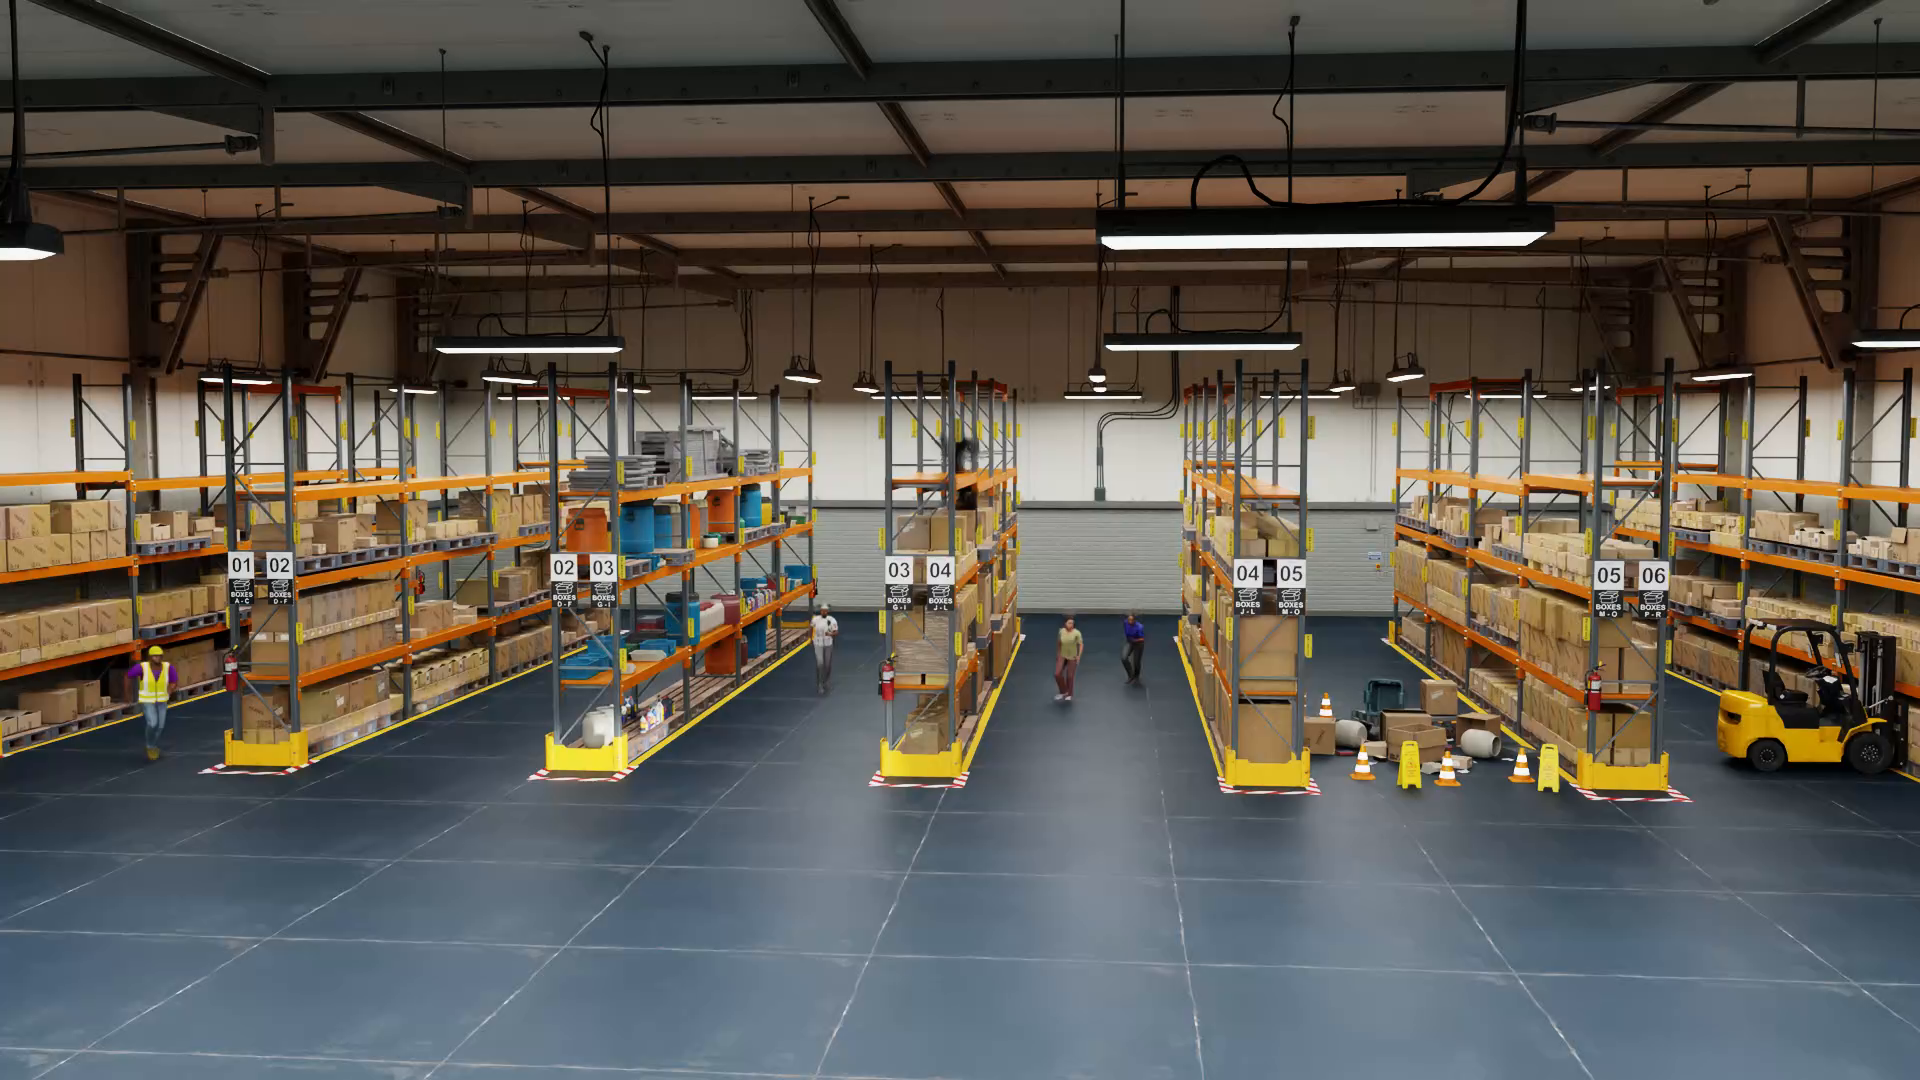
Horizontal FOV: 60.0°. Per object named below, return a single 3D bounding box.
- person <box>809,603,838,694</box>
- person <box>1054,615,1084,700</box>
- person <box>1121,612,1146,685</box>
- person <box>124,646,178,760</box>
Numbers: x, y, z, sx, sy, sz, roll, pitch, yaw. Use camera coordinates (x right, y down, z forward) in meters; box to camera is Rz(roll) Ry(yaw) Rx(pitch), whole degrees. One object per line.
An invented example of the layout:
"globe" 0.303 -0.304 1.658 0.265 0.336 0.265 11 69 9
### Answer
"person" -2.608 2.062 31.884 0.546 1.750 0.832 0 4 -7
"person" 2.010 2.170 30.603 0.563 1.617 0.674 1 4 13
"person" 3.445 2.103 32.770 0.570 1.437 1.096 2 4 22
"person" -12.272 2.487 25.298 0.691 1.773 0.843 -3 5 -41
